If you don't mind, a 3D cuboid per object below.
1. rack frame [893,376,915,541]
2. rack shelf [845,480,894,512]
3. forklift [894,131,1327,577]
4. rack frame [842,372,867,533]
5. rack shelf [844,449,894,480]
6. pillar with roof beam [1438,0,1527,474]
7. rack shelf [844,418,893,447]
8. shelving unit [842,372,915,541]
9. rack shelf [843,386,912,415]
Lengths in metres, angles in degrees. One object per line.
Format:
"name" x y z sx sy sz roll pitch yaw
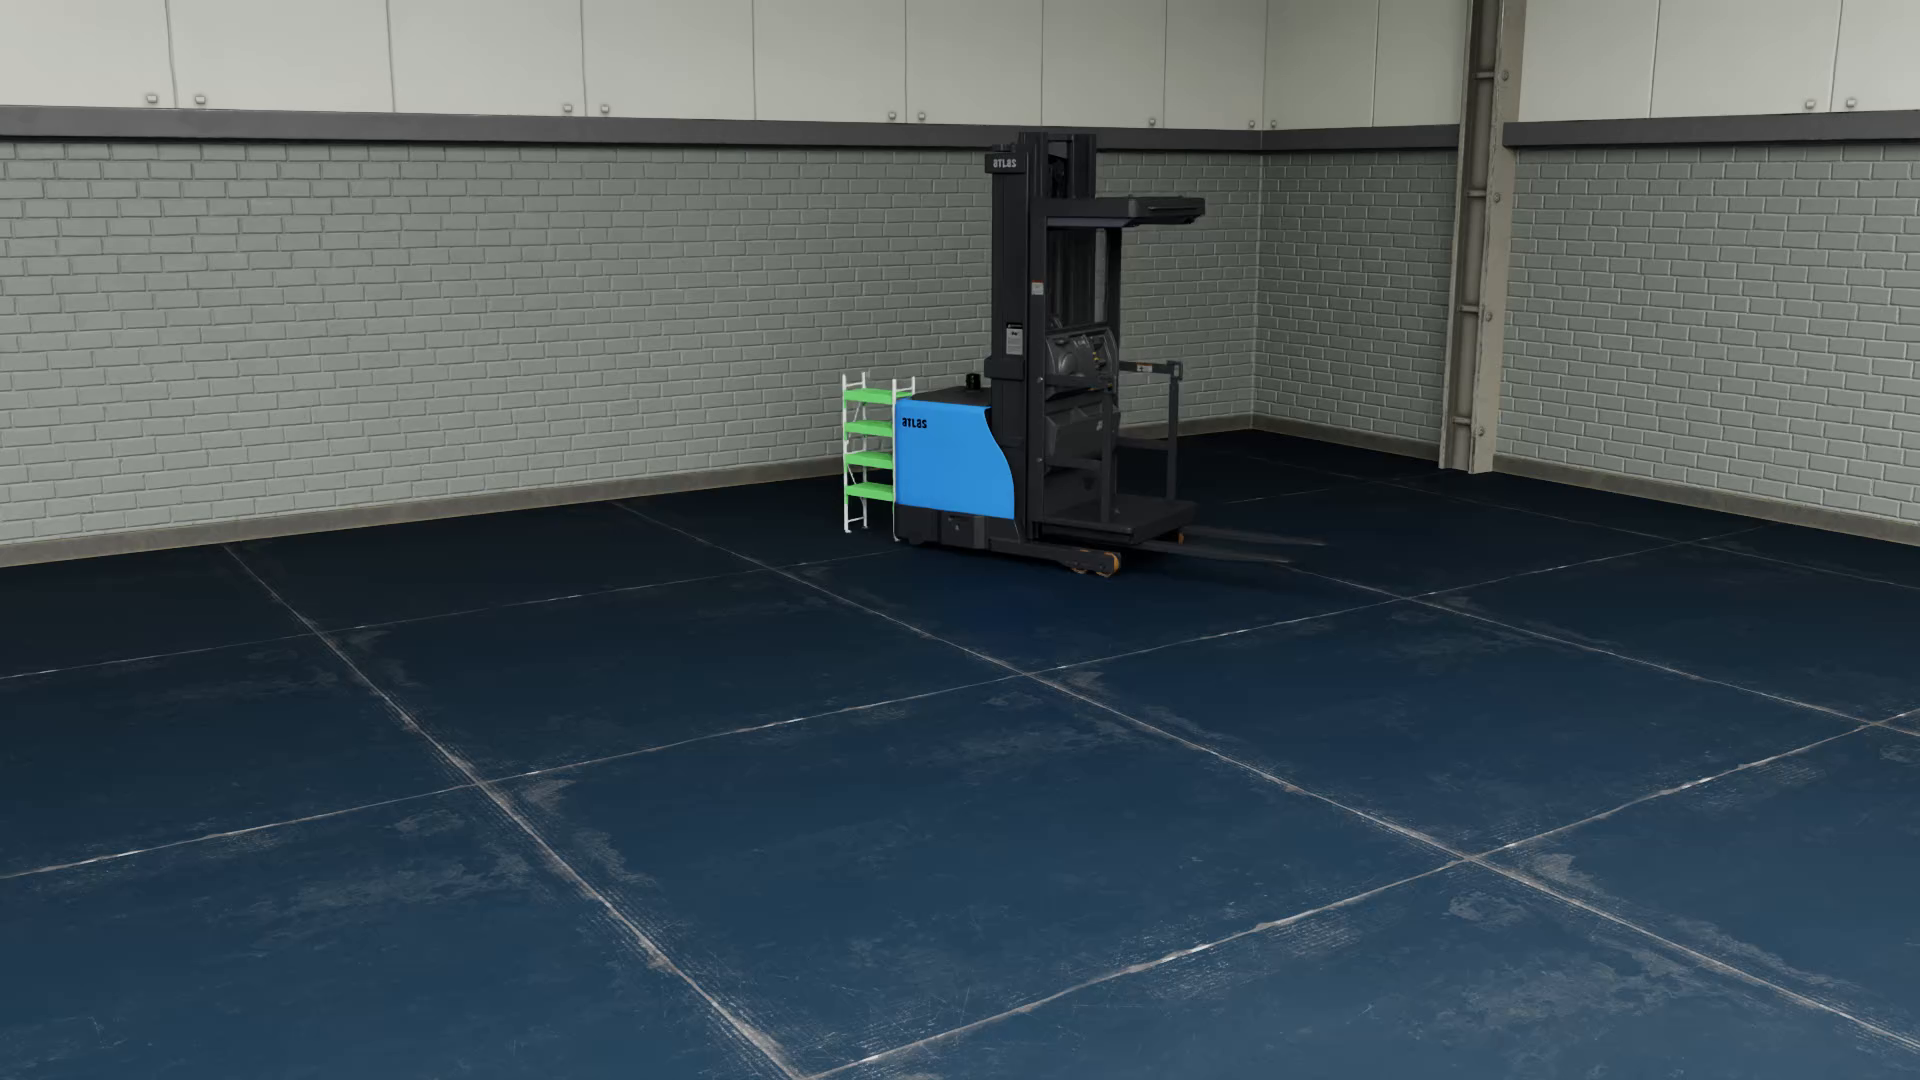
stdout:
"rack frame" -0.411 -0.599 12.291 0.015 1.200 0.240 9 15 37
"rack shelf" -0.603 -0.334 12.502 0.480 0.148 0.258 9 15 37
"forklift" 1.029 -1.311 11.495 3.031 2.935 1.130 8 15 32
"rack frame" -0.796 -0.663 12.583 0.015 1.200 0.240 9 15 37
"rack shelf" -0.603 -0.568 12.451 0.480 0.148 0.258 9 15 37
"pillar with roof beam" 1.089 -4.541 12.061 9.100 9.000 0.400 -8 15 -33
"rack shelf" -0.603 -0.803 12.399 0.480 0.148 0.258 9 15 37
"shelving unit" -0.603 -0.631 12.437 0.503 1.200 0.258 9 15 37
"rack shelf" -0.603 -1.037 12.348 0.480 0.148 0.258 9 15 37
